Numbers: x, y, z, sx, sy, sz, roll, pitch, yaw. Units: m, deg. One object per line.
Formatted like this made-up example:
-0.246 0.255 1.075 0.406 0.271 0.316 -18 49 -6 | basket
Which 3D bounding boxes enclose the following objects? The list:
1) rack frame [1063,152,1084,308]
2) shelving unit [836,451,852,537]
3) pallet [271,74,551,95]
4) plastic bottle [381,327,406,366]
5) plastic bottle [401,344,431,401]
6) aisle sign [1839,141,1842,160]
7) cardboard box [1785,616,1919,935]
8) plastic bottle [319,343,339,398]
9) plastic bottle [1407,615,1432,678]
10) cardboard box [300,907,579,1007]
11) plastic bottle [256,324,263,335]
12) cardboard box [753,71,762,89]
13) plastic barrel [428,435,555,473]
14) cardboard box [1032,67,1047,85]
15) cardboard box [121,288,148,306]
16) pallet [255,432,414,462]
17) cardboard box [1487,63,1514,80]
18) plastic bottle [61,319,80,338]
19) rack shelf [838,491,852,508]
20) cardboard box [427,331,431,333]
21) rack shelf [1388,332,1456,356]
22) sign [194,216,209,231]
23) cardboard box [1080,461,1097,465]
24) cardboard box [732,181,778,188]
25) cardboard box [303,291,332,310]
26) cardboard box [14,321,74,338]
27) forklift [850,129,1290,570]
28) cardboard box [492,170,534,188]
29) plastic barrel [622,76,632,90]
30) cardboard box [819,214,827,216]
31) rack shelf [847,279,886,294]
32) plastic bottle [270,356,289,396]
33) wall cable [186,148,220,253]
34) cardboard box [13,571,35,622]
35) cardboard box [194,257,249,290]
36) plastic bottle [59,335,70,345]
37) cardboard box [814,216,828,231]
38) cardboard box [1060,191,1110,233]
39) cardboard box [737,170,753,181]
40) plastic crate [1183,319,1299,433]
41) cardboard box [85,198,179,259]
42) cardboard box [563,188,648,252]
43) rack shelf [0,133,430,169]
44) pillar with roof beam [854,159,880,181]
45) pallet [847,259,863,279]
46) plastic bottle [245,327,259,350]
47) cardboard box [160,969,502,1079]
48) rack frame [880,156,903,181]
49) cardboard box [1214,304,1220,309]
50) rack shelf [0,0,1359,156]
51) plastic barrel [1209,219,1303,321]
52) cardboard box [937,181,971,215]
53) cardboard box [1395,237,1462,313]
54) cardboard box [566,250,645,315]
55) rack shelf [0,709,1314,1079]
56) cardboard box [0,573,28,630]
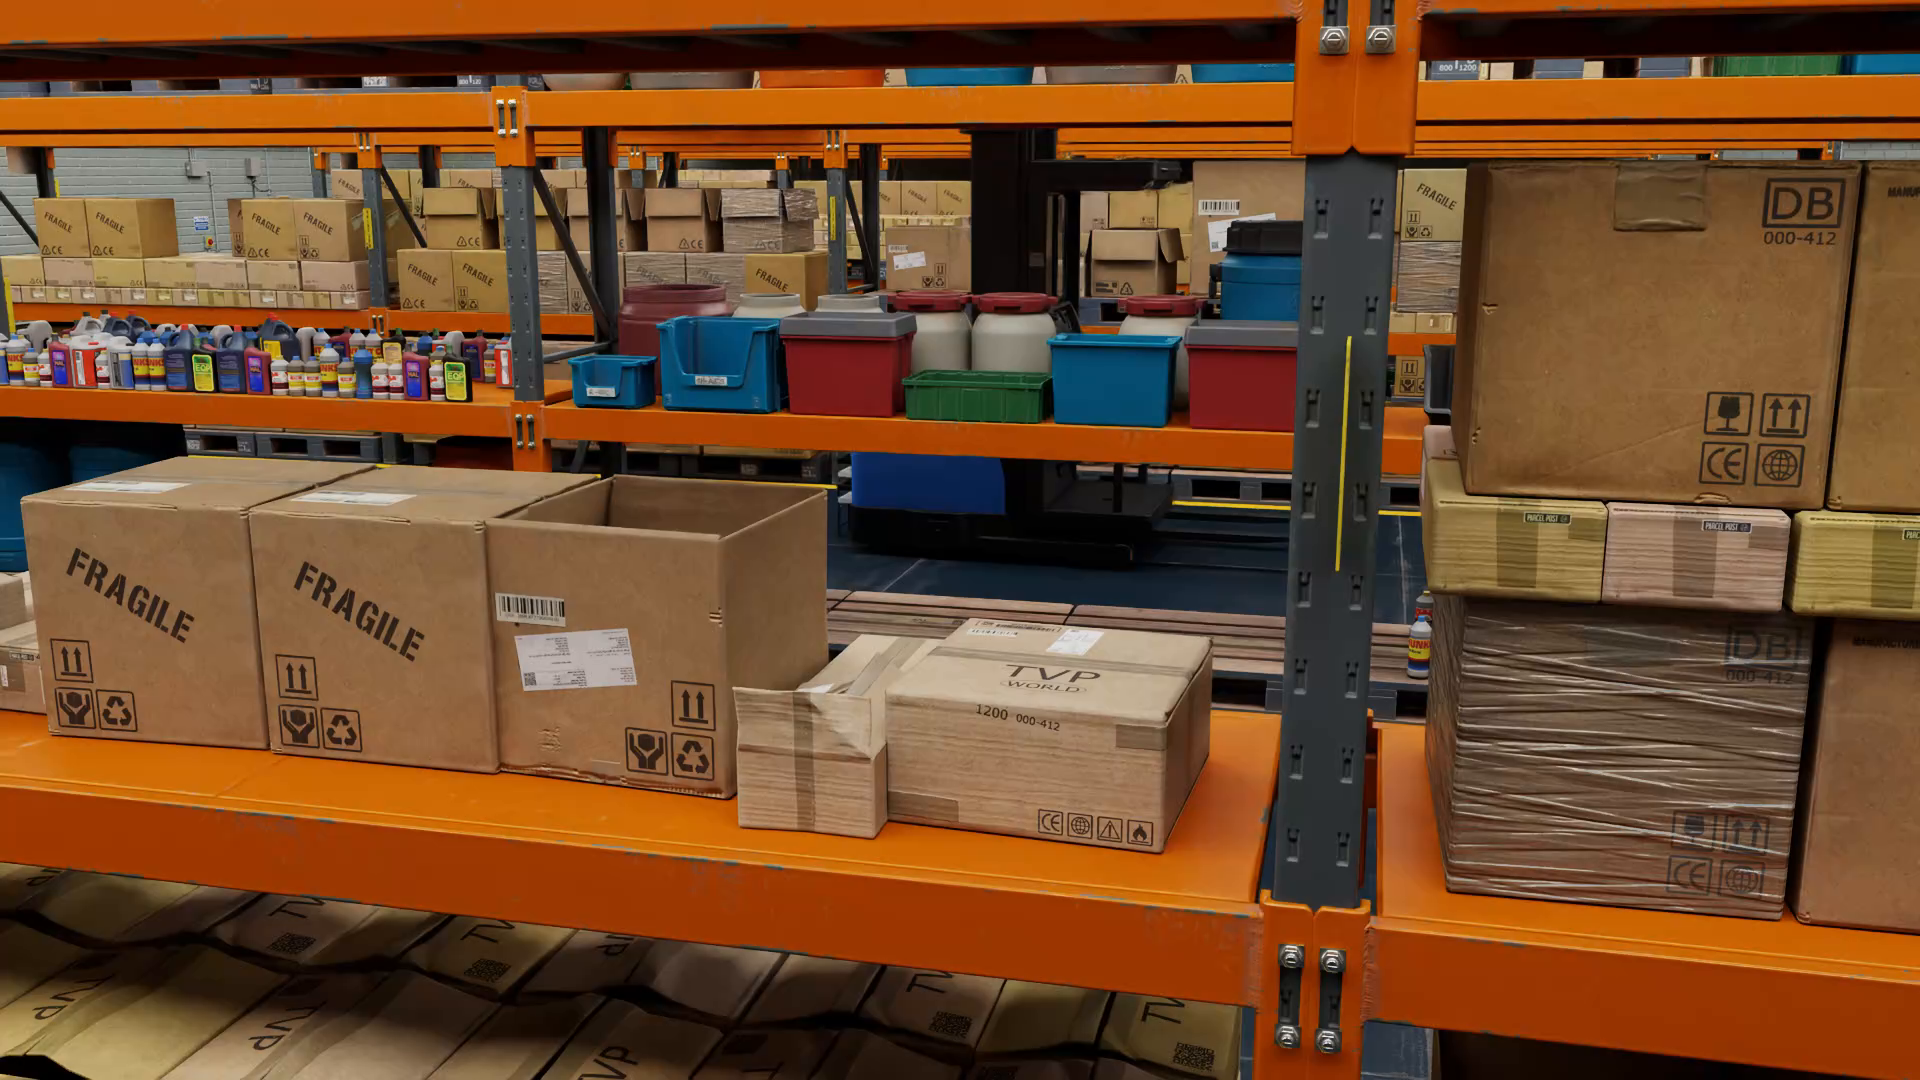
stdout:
1.536 -4.086 22.724 0.127 3.000 1.000 3 13 14 | rack frame
-0.700 -0.480 11.320 0.210 0.900 0.258 3 13 15 | shelving unit
-2.744 -2.393 8.603 1.213 0.211 1.003 3 13 14 | pallet
-3.160 -1.046 9.293 0.133 0.283 0.061 3 13 14 | plastic bottle
-2.744 -0.846 8.393 0.133 0.283 0.061 3 13 14 | plastic bottle
8.212 -3.827 15.554 0.004 0.787 0.394 3 13 14 | aisle sign
1.614 0.288 2.781 0.500 0.500 0.700 3 13 13 | cardboard box
-3.230 -0.871 8.530 0.097 0.271 0.097 0 13 0 | plastic bottle
2.063 0.473 7.458 0.097 0.271 0.097 0 13 0 | plastic bottle
-1.166 0.999 3.889 0.500 0.311 0.500 3 13 15 | cardboard box
-4.013 -1.092 9.499 0.133 0.283 0.061 3 13 14 | plastic bottle
-1.448 -3.738 13.024 0.637 0.503 0.797 4 13 17 | cardboard box
-2.504 -0.128 8.924 0.708 0.830 0.600 3 13 14 | plastic barrel
0.538 -3.629 12.354 0.500 0.500 0.500 3 13 12 | cardboard box
-7.091 -2.140 14.535 0.250 0.149 0.380 3 13 13 | cardboard box
-5.441 -0.904 14.820 1.213 0.211 1.003 3 13 14 | pallet
3.821 -3.280 11.594 0.250 0.149 0.380 3 13 14 | cardboard box
-5.213 -1.156 9.788 0.133 0.283 0.061 3 13 14 | plastic bottle
-0.700 -0.272 11.366 0.200 0.077 0.258 3 13 15 | rack shelf
-6.121 -2.435 19.523 0.250 0.149 0.380 2 13 11 | cardboard box
4.987 -1.339 12.005 4.000 0.370 1.077 3 13 14 | rack shelf
-11.782 -4.913 25.831 0.001 0.218 0.327 3 13 14 | sign
0.911 -0.912 13.172 0.500 0.500 0.700 4 13 18 | cardboard box
-2.872 -4.797 23.389 0.500 0.500 0.500 3 13 13 | cardboard box
-5.347 -2.047 14.114 0.250 0.149 0.380 3 13 15 | cardboard box
-7.965 -1.568 15.313 0.875 0.875 0.875 3 13 14 | cardboard box
0.854 -1.370 10.641 3.031 2.935 1.130 3 13 15 | forklift
-4.953 -3.952 18.895 0.500 0.500 0.500 3 13 15 | cardboard box
-1.773 -2.347 8.319 0.294 0.245 0.294 0 13 0 | plastic barrel
-1.472 -3.559 18.585 0.250 0.149 0.380 3 13 13 | cardboard box
-1.494 -2.792 18.554 4.000 0.370 1.077 3 13 14 | rack shelf
-3.513 -0.852 8.606 0.097 0.201 0.097 0 13 0 | plastic bottle
-11.711 -5.300 25.778 0.123 1.953 0.585 3 13 14 | wall cable
-2.276 0.192 4.021 0.250 0.149 0.380 3 13 14 | cardboard box
-6.212 -2.302 14.343 0.500 0.250 0.500 3 13 15 | cardboard box
-5.214 -1.098 9.717 0.097 0.201 0.097 0 13 0 | plastic bottle
-1.392 -3.409 17.910 0.250 0.149 0.380 4 13 16 | cardboard box
1.373 -3.525 17.658 0.500 0.500 0.700 3 13 13 | cardboard box
-2.953 -5.132 23.405 0.250 0.149 0.380 3 13 15 | cardboard box
1.315 -0.745 7.517 0.583 0.464 0.402 3 13 14 | plastic crate
-7.214 -2.722 14.504 0.500 0.500 0.500 3 13 12 | cardboard box
-2.829 -2.649 13.703 0.637 0.503 0.797 3 13 15 | cardboard box
-6.664 -3.426 14.487 4.000 0.370 1.077 3 13 14 | rack shelf
-2.653 -7.586 24.652 0.400 9.000 9.100 3 13 14 | pillar with roof beam
-1.484 -3.040 18.453 1.213 0.211 1.003 3 13 14 | pallet
-4.014 -1.068 9.421 0.097 0.271 0.097 0 13 0 | plastic bottle
-1.272 1.113 3.377 0.500 0.311 0.500 3 13 13 | cardboard box
-1.162 -5.337 28.365 0.127 3.000 1.000 3 13 14 | rack frame
3.960 -4.108 27.337 0.625 0.625 0.875 3 13 15 | cardboard box
-1.274 -0.928 3.227 4.000 0.370 1.077 3 13 14 | rack shelf
1.556 -1.081 8.024 0.708 0.901 0.600 3 13 14 | plastic barrel
-0.009 -4.646 22.712 0.500 0.500 0.500 3 13 14 | cardboard box
3.467 -1.952 12.188 0.500 0.500 0.875 3 13 14 | cardboard box
-2.858 -2.104 13.561 0.500 0.500 0.500 3 13 15 | cardboard box
-1.274 0.536 3.552 4.000 0.370 1.077 3 13 14 | rack shelf
-2.394 0.212 3.559 0.500 0.311 0.500 3 13 13 | cardboard box
